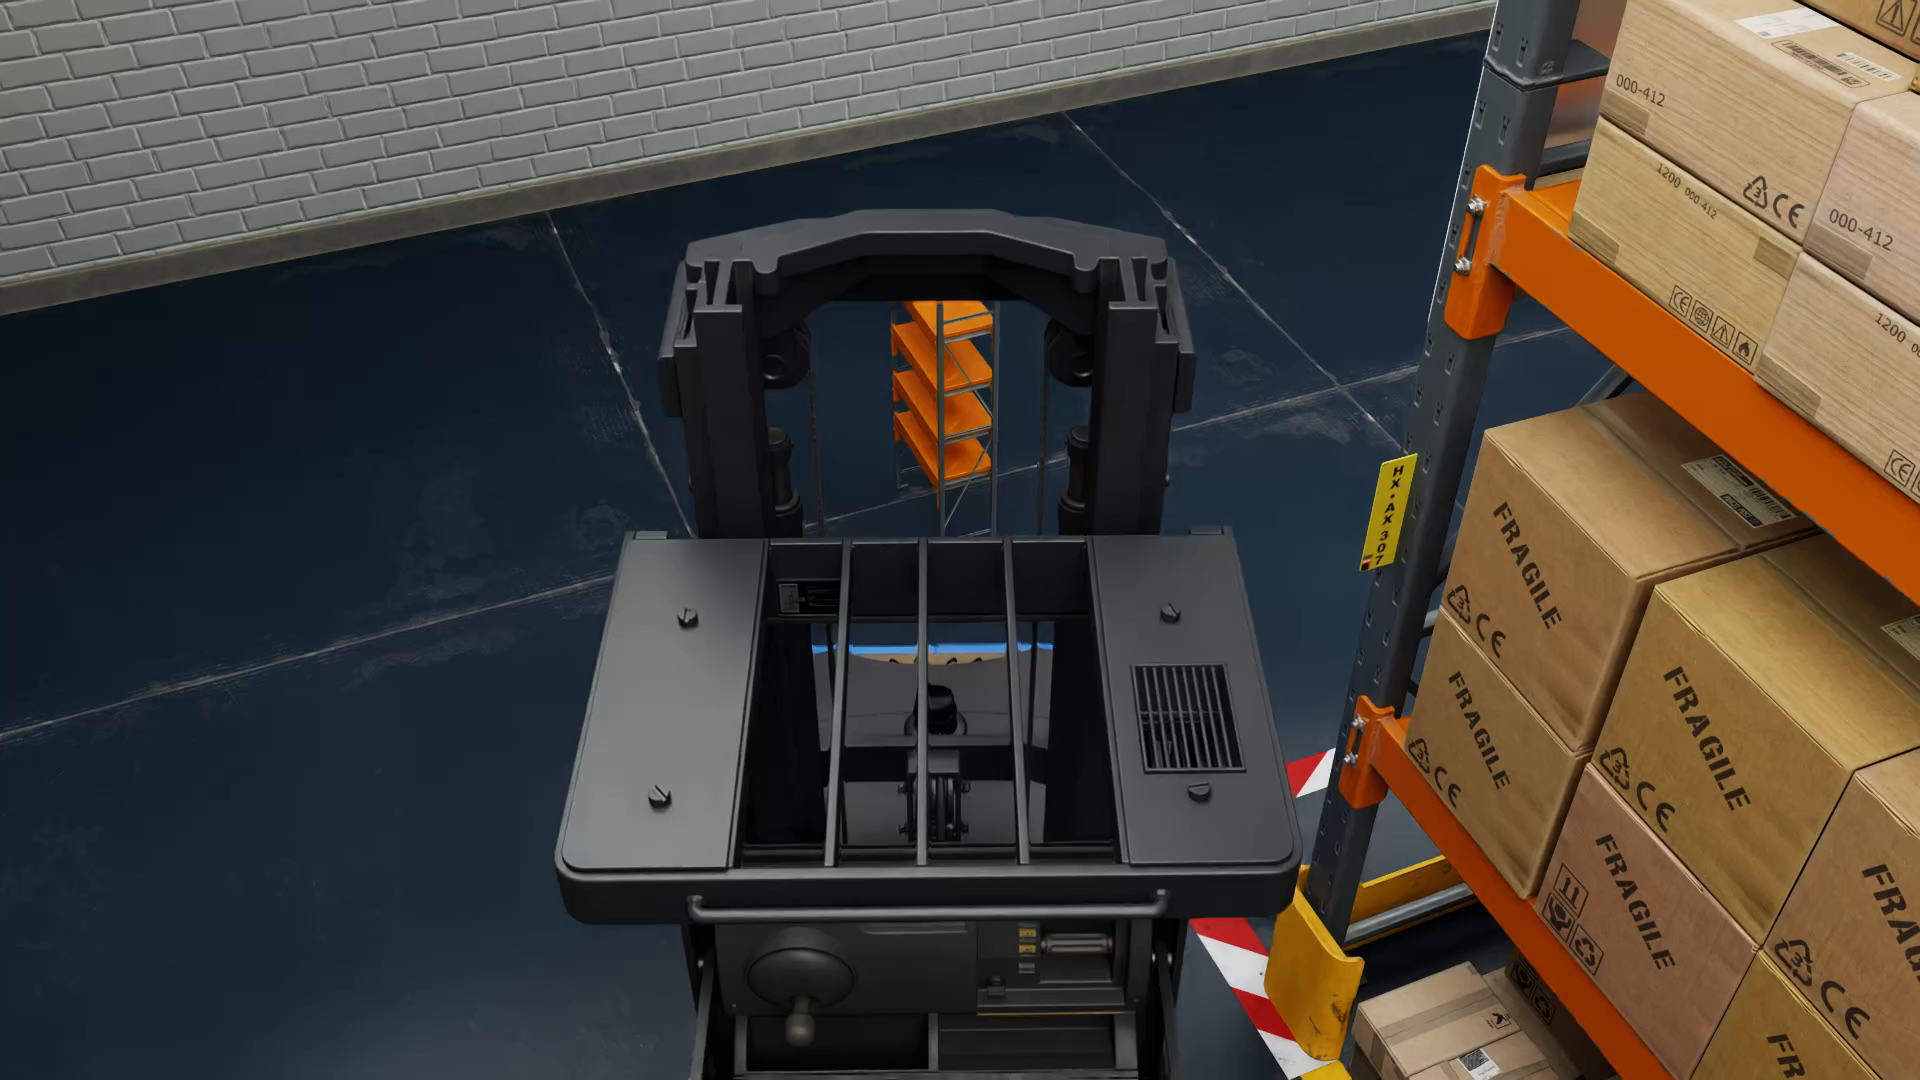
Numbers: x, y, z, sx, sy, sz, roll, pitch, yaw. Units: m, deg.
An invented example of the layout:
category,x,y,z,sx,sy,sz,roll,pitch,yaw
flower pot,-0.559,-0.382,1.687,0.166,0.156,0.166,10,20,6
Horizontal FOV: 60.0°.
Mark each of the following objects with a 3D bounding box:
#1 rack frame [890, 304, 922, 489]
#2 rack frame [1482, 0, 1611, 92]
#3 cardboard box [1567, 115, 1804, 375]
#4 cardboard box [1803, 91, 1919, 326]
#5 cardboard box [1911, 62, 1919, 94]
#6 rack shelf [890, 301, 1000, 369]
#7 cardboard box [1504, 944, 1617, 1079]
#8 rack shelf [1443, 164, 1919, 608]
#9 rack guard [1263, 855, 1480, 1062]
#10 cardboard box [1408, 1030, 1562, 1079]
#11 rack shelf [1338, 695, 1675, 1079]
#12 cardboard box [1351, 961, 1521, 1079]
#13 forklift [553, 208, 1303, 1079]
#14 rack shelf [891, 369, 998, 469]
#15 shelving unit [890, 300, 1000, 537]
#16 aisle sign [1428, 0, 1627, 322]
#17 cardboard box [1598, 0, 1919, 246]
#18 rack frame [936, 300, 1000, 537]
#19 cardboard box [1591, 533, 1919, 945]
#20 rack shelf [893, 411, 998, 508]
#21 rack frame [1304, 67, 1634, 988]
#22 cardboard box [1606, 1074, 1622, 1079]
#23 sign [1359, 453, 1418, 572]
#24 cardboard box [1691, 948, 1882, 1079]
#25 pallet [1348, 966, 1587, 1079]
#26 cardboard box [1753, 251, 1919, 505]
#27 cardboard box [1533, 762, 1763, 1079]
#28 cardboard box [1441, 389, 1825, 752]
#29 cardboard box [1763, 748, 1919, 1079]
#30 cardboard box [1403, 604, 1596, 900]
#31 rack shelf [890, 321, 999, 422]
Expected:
category,x,y,z,sx,sy,sz,roll,pitch,yaw
rack frame,-0.157,-0.702,6.646,0.240,1.200,0.015,-15,43,-17
rack frame,1.496,-2.142,2.340,1.000,3.000,0.127,-15,43,-17
cardboard box,1.458,-0.575,2.933,0.500,0.250,0.500,-15,43,-17
cardboard box,1.637,-0.460,2.416,0.500,0.250,0.500,-15,43,-17
cardboard box,1.821,-0.794,2.229,0.700,0.500,0.500,-15,43,-17
rack shelf,-0.063,-0.853,6.219,0.258,0.148,0.480,-15,43,-17
cardboard box,1.932,1.179,4.658,0.500,0.500,0.500,-15,43,-17
rack shelf,2.261,0.472,2.151,1.077,0.370,4.000,-15,43,-17
rack guard,1.525,1.126,5.057,1.175,0.500,0.348,-15,43,-17
cardboard box,1.434,1.528,4.508,0.380,0.166,0.250,-15,43,-17
rack shelf,2.261,1.610,3.129,1.077,0.370,4.000,-15,43,-17
cardboard box,1.339,1.384,4.689,0.380,0.149,0.250,-15,43,-17
forklift,-0.050,0.957,3.390,1.130,2.935,3.031,-1,41,-1
rack shelf,-0.063,-0.504,6.519,0.258,0.148,0.480,-15,43,-17
shelving unit,-0.063,-0.555,6.475,0.258,1.200,0.503,-15,43,-17
aisle sign,1.199,-0.821,3.411,0.394,0.787,0.004,-15,43,-17
cardboard box,1.452,-0.763,2.768,0.500,0.250,0.500,-15,43,-17
rack frame,0.030,-0.408,6.304,0.240,1.200,0.015,-15,43,-17
cardboard box,1.629,0.361,3.186,0.500,0.500,0.500,-15,43,-16
rack shelf,-0.063,-0.353,6.648,0.258,0.148,0.480,-15,43,-17
rack frame,1.496,0.132,4.296,1.000,3.000,0.127,-15,43,-17
cardboard box,1.633,1.707,4.235,0.500,0.250,0.500,-15,43,-17
sign,0.995,-0.061,3.856,0.100,0.325,0.005,-15,43,-17
cardboard box,1.814,1.040,3.163,0.500,0.500,0.500,-15,43,-17
pallet,1.831,1.715,4.594,1.003,0.211,1.213,-15,43,-17
cardboard box,1.637,-0.271,2.579,0.500,0.250,0.500,-15,43,-17
cardboard box,1.625,0.737,3.516,0.500,0.500,0.500,-16,43,-17
cardboard box,1.422,0.048,3.550,0.500,0.500,0.500,-14,43,-16
cardboard box,1.816,0.664,2.834,0.500,0.500,0.500,-15,43,-16
cardboard box,1.422,0.427,3.876,0.500,0.500,0.500,-14,43,-16
rack shelf,-0.063,-0.673,6.373,0.258,0.148,0.480,-15,43,-17
